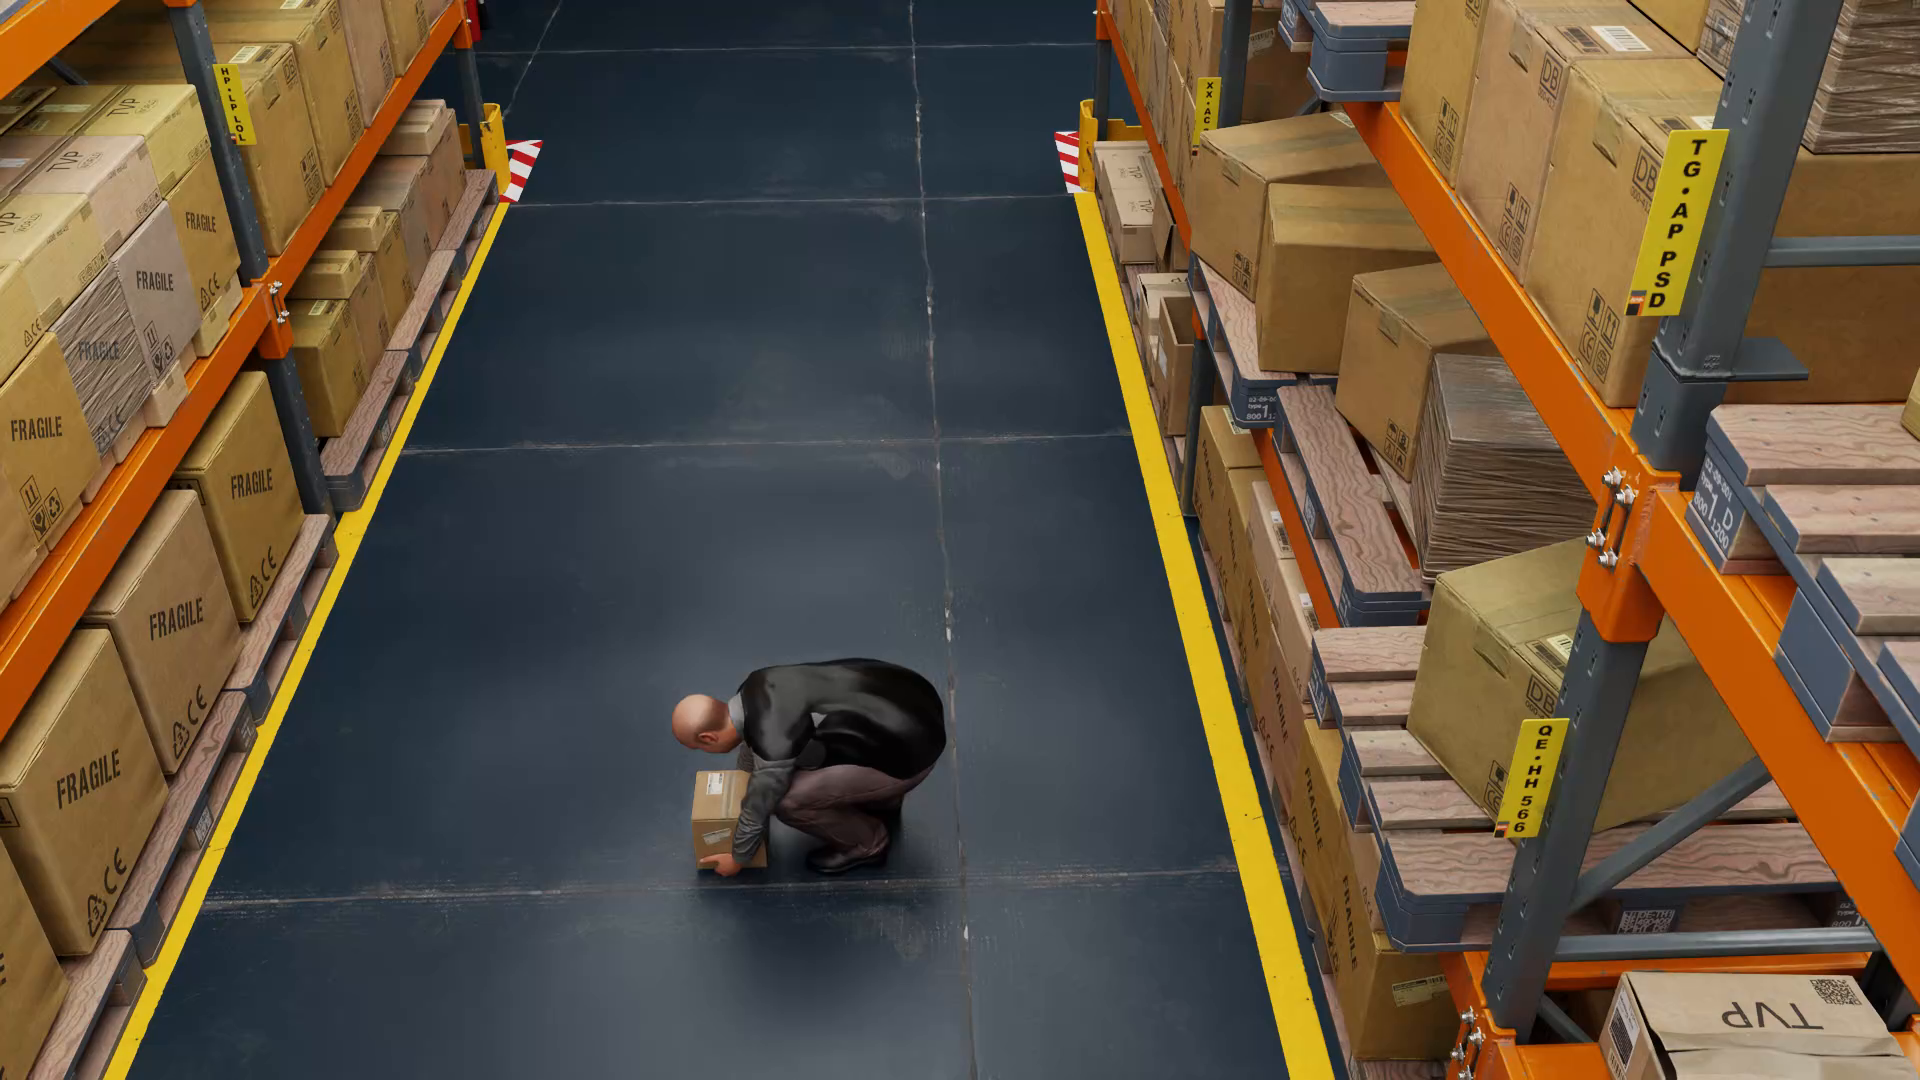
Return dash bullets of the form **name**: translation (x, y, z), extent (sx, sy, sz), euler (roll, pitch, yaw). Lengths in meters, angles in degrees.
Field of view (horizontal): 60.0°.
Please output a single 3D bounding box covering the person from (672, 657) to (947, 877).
- **person**: translation (-0.519, 0.793, 5.878), extent (0.938, 0.791, 0.505), euler (-2, 35, -3)
